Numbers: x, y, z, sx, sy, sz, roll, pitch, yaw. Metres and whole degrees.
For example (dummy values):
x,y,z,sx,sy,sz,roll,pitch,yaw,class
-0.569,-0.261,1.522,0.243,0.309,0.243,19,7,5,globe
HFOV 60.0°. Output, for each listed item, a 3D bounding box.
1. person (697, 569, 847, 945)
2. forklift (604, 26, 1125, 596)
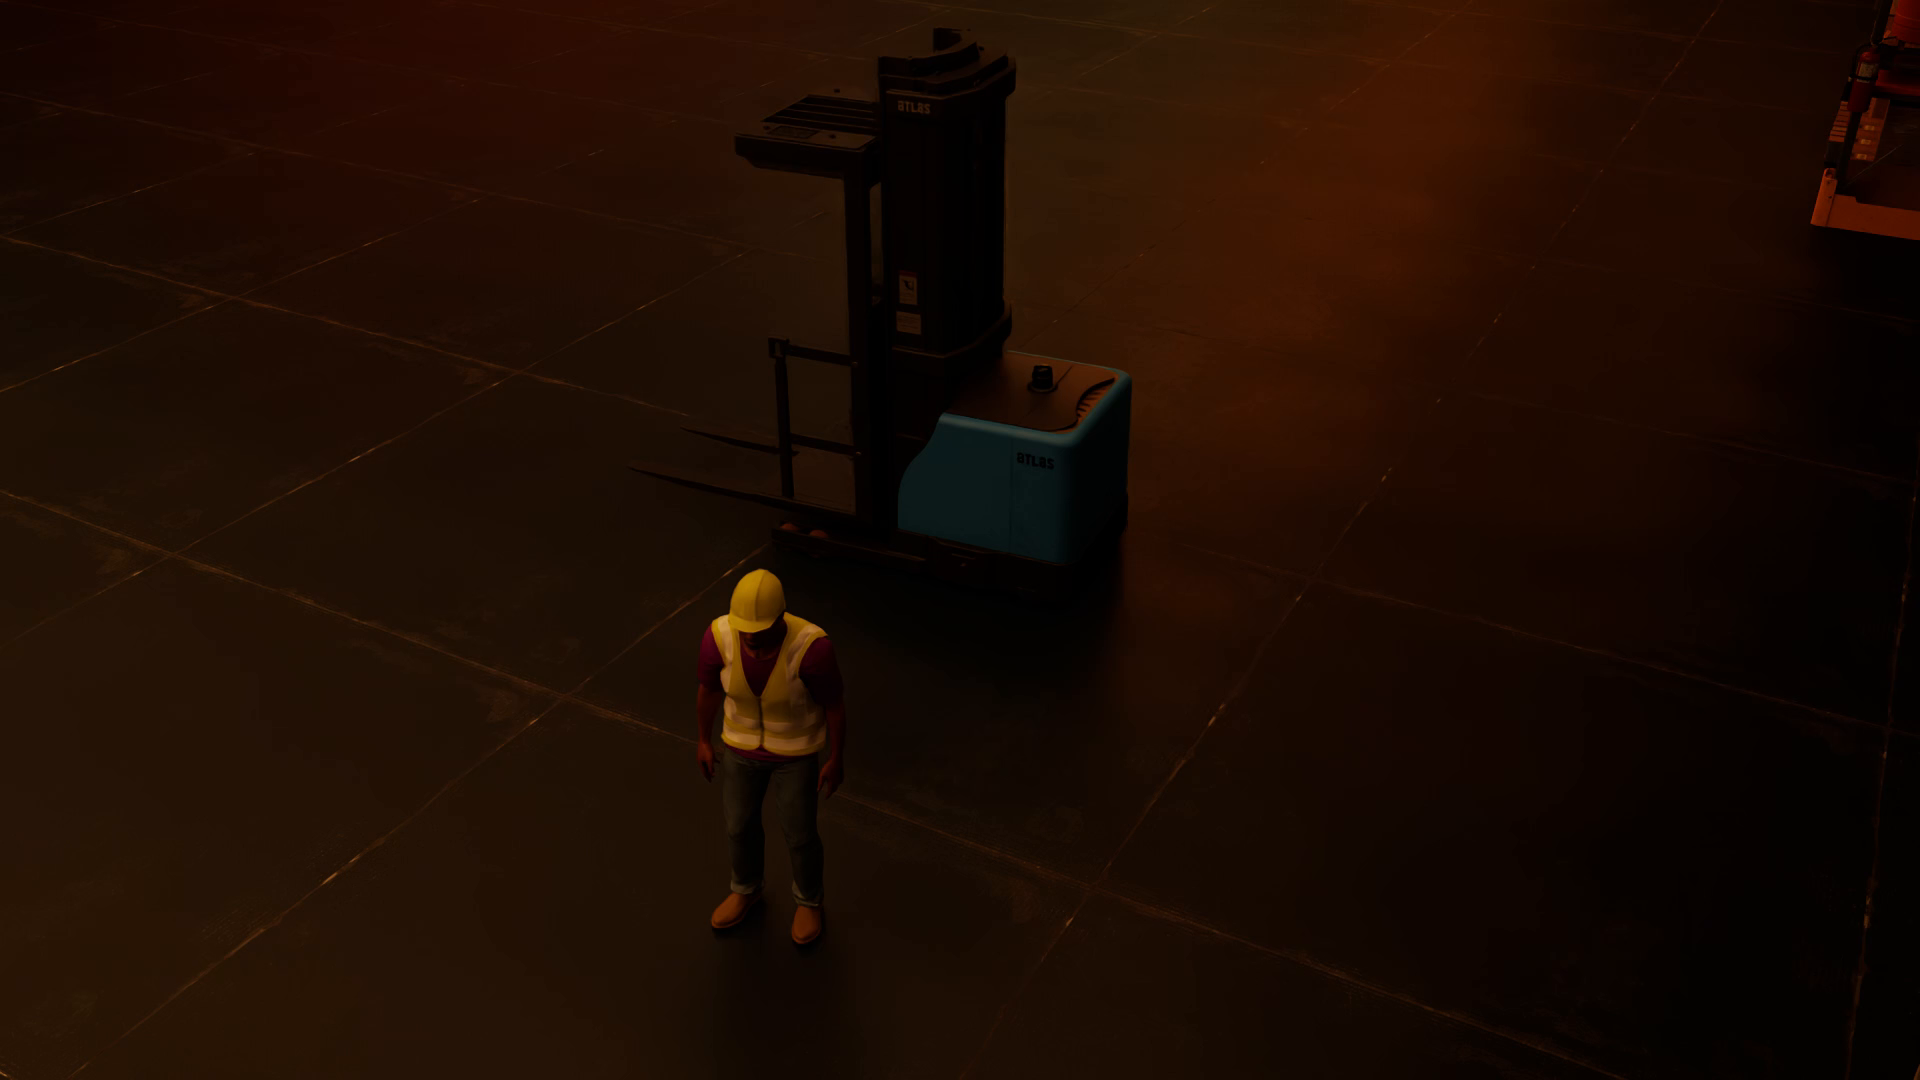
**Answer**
x,y,z,sx,sy,sz,roll,pitch,yaw,class
-0.772,0.859,6.758,0.626,1.759,0.463,7,31,11,person
-0.600,-1.336,9.386,3.031,2.935,1.130,7,31,12,forklift
